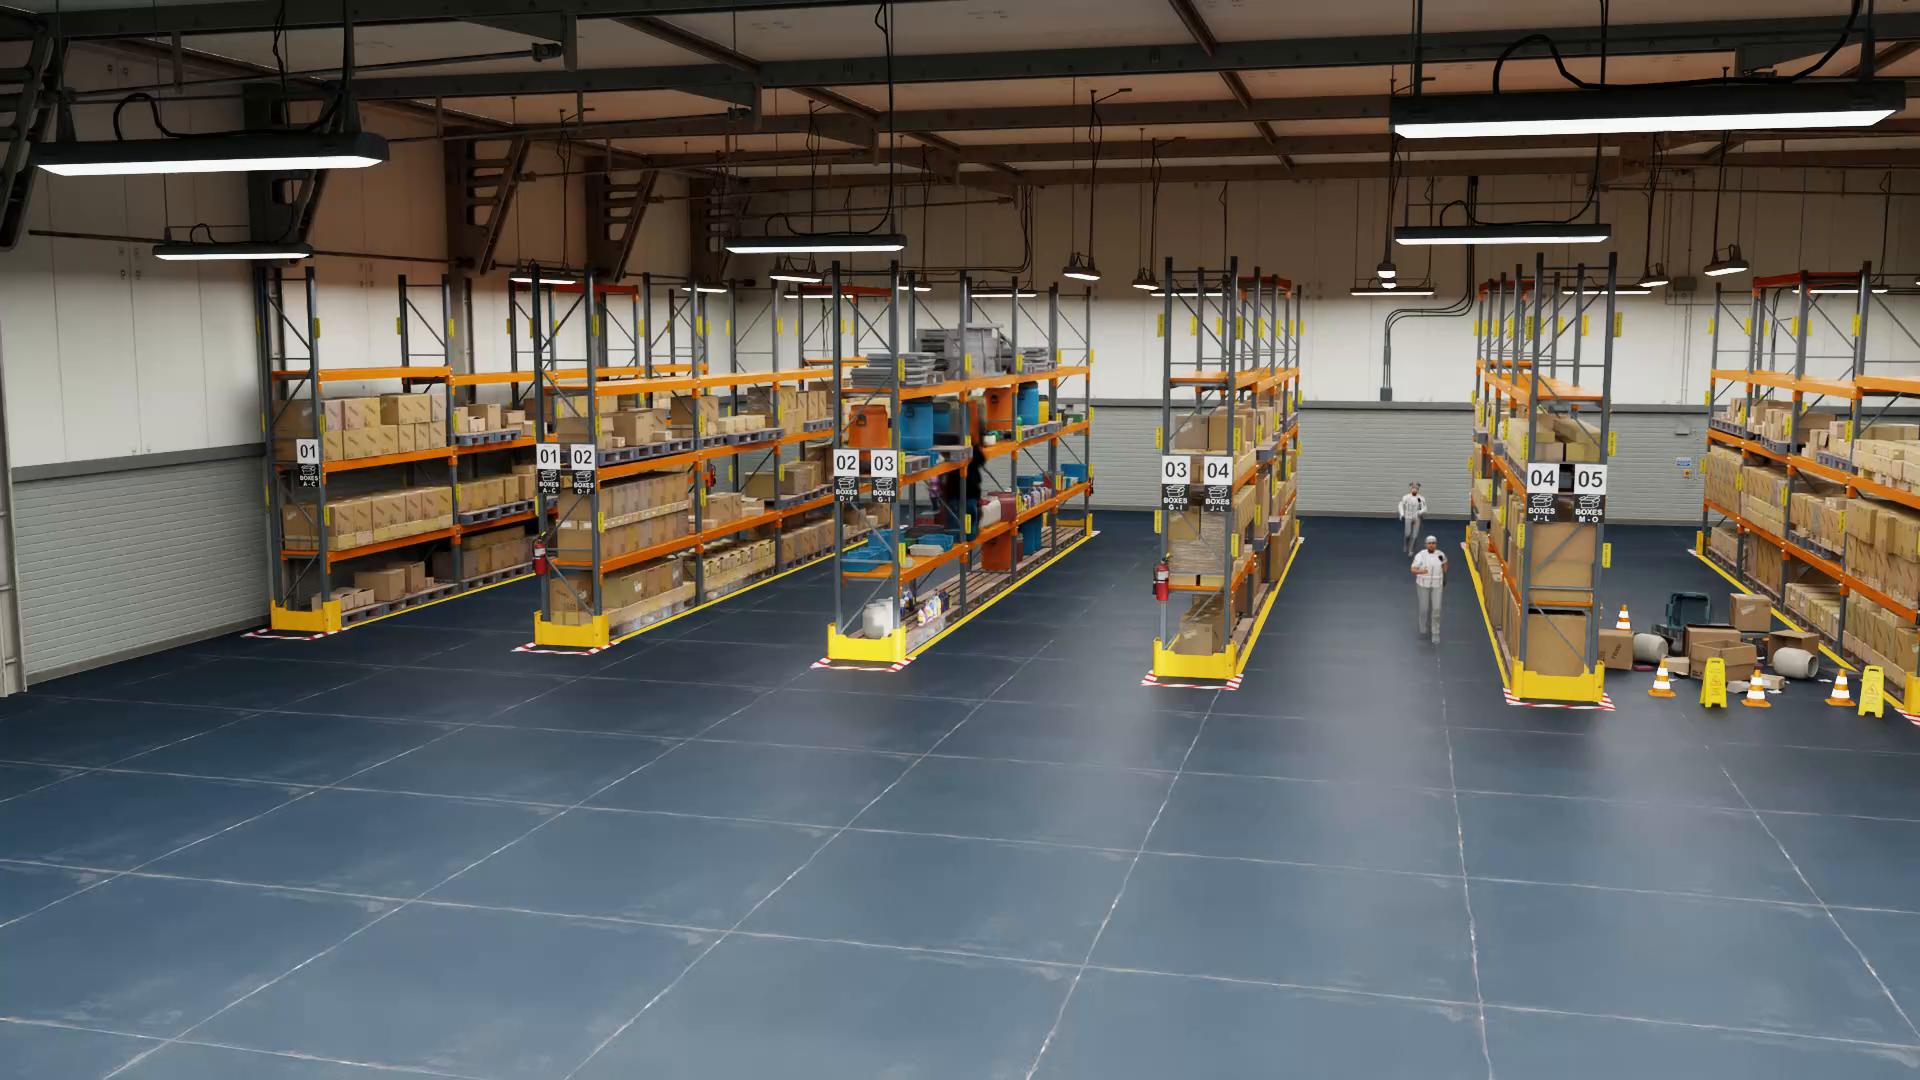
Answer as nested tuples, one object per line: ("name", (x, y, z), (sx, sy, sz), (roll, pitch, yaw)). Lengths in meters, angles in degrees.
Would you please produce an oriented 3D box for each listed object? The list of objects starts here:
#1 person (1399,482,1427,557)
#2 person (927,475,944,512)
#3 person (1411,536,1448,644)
("person", (9.941, -0.450, 36.526), (0.601, 1.659, 0.554), (2, 7, 13))
("person", (-0.616, -1.095, 41.856), (0.529, 1.595, 0.763), (-5, 9, -36))
("person", (7.583, 0.770, 26.855), (0.604, 1.678, 0.893), (1, 7, 10))
